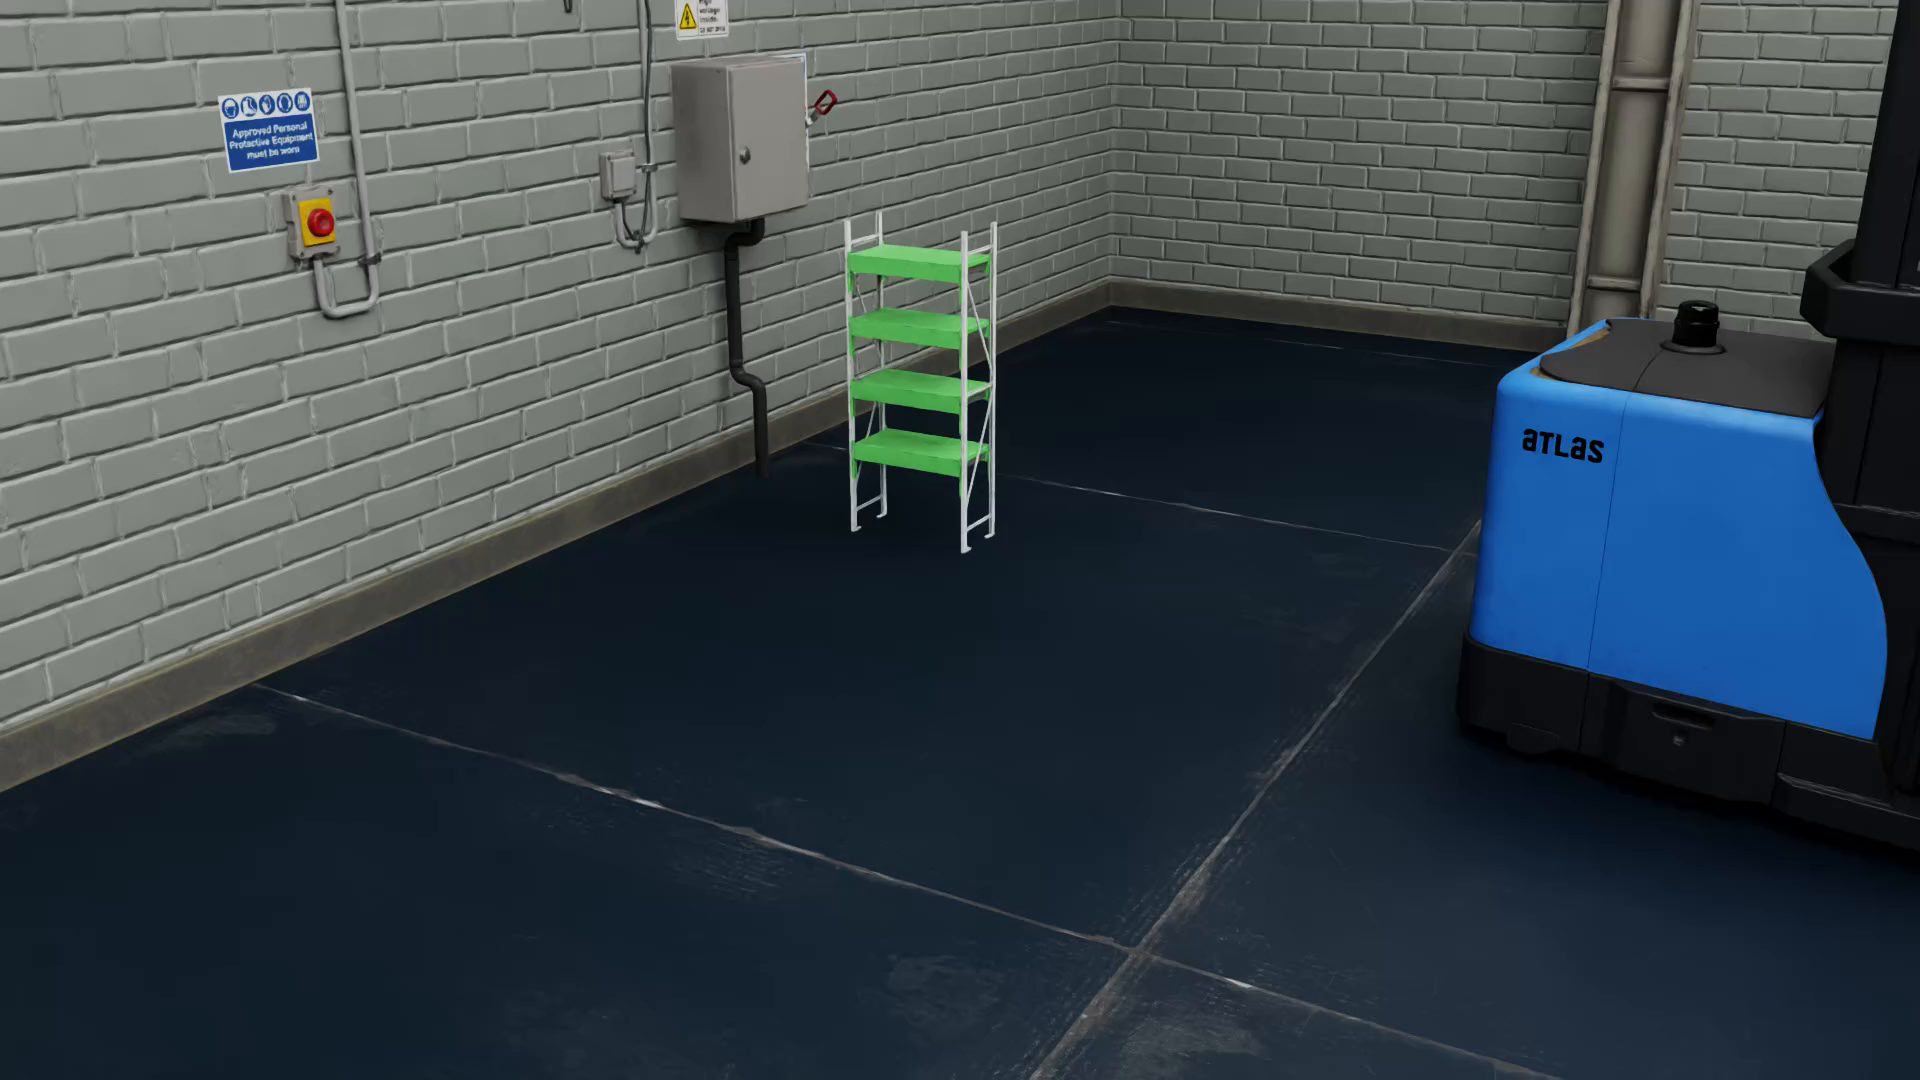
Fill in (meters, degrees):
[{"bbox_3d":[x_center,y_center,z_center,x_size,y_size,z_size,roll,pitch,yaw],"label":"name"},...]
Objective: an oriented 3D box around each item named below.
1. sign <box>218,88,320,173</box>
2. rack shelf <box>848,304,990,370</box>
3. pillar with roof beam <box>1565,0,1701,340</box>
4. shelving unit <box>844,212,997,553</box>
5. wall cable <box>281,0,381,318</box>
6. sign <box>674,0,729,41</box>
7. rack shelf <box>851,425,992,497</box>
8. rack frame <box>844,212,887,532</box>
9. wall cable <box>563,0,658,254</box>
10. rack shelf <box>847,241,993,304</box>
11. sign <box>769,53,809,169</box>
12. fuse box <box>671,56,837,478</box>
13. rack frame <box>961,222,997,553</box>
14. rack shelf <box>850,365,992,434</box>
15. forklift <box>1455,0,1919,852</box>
[{"bbox_3d":[-2.036,-1.212,4.910,0.001,0.218,0.327,11,23,27],"label":"sign"},{"bbox_3d":[-0.145,-0.757,6.176,0.480,0.148,0.258,11,23,27],"label":"rack shelf"},{"bbox_3d":[1.379,-3.892,3.897,0.400,9.000,9.100,11,23,27],"label":"pillar with roof beam"},{"bbox_3d":[-0.145,-0.592,6.236,0.503,1.200,0.258,11,23,27],"label":"shelving unit"},{"bbox_3d":[-1.959,-1.581,4.789,0.123,1.953,0.585,11,23,27],"label":"wall cable"},{"bbox_3d":[-1.015,-2.096,6.534,0.001,0.242,0.339,11,23,27],"label":"sign"},{"bbox_3d":[-0.145,-0.306,6.340,0.480,0.148,0.258,11,23,27],"label":"rack shelf"},{"bbox_3d":[-0.358,-0.632,6.348,0.015,1.200,0.240,11,23,27],"label":"rack frame"},{"bbox_3d":[-1.278,-1.991,5.964,0.122,1.984,0.588,11,23,27],"label":"wall cable"},{"bbox_3d":[-0.145,-0.983,6.094,0.480,0.148,0.258,11,23,27],"label":"rack shelf"},{"bbox_3d":[-0.747,-1.827,7.142,0.001,0.494,0.329,11,23,27],"label":"sign"},{"bbox_3d":[-0.807,-1.084,6.845,0.414,1.711,0.539,11,23,27],"label":"fuse box"},{"bbox_3d":[0.068,-0.551,6.125,0.015,1.200,0.240,11,23,27],"label":"rack frame"},{"bbox_3d":[-0.145,-0.531,6.258,0.480,0.148,0.258,11,23,27],"label":"rack shelf"},{"bbox_3d":[2.912,-0.639,3.828,3.031,2.935,1.130,14,24,34],"label":"forklift"}]
